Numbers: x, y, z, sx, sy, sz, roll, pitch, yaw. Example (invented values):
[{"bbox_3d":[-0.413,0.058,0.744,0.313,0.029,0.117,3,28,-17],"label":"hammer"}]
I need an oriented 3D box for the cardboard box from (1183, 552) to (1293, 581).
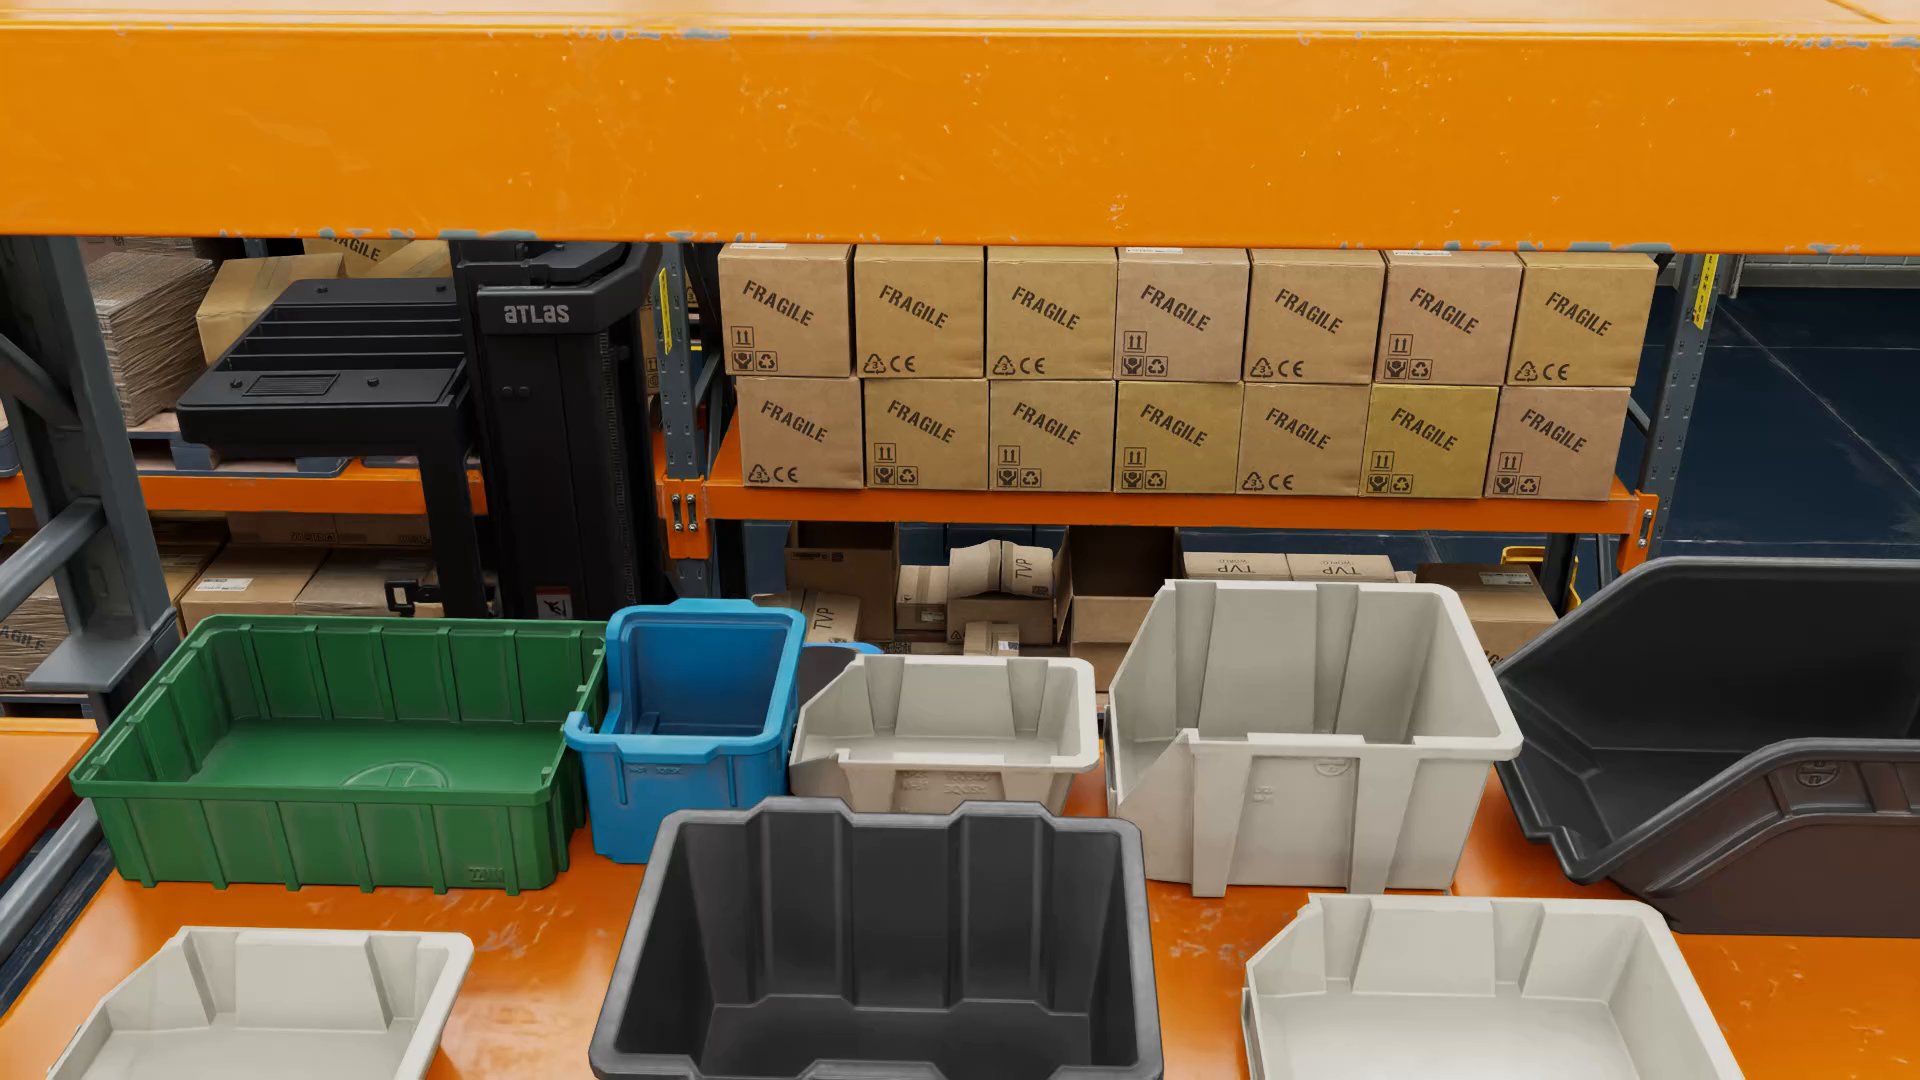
[{"bbox_3d":[1.331,0.287,7.971,0.500,0.250,0.500,1,28,2],"label":"cardboard box"}]

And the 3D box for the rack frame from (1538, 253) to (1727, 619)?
[{"bbox_3d":[2.864,-0.575,7.132,0.127,3.000,1.000,1,28,2],"label":"rack frame"}]

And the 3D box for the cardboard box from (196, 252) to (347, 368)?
[{"bbox_3d":[-2.901,-0.871,7.135,0.500,0.500,0.700,-6,29,-11],"label":"cardboard box"}]

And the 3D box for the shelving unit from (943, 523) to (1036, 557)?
[{"bbox_3d":[0.165,-0.925,8.753,0.503,2.100,0.431,1,28,2],"label":"shelving unit"}]

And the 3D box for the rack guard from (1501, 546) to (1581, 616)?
[{"bbox_3d":[2.788,0.528,7.719,0.348,0.500,1.175,1,28,2],"label":"rack guard"}]

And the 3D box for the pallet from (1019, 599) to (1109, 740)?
[{"bbox_3d":[0.775,0.622,7.852,1.213,0.211,1.003,1,28,2],"label":"pallet"}]

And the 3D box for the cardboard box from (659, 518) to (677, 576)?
[{"bbox_3d":[-1.608,0.147,7.969,0.500,0.500,0.500,0,28,-1],"label":"cardboard box"}]

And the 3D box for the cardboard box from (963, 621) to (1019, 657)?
[{"bbox_3d":[0.143,0.534,7.595,0.250,0.166,0.380,1,28,2],"label":"cardboard box"}]

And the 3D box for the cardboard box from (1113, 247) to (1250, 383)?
[{"bbox_3d":[0.873,-0.962,6.688,0.500,0.500,0.500,2,28,3],"label":"cardboard box"}]

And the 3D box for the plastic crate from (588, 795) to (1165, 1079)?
[{"bbox_3d":[-0.080,0.559,1.930,0.590,0.269,0.497,1,28,2],"label":"plastic crate"}]

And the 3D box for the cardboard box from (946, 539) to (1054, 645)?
[{"bbox_3d":[0.195,0.242,7.992,0.500,0.311,0.500,1,28,2],"label":"cardboard box"}]

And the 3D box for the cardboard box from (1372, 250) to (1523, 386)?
[{"bbox_3d":[1.904,-0.947,6.660,0.500,0.500,0.500,2,28,3],"label":"cardboard box"}]

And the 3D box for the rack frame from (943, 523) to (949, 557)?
[{"bbox_3d":[-0.078,-0.929,8.761,0.015,2.100,0.400,1,28,2],"label":"rack frame"}]

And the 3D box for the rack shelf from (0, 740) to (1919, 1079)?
[{"bbox_3d":[0.687,0.703,2.286,4.000,0.370,1.077,1,28,2],"label":"rack shelf"}]

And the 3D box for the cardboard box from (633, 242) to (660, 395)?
[{"bbox_3d":[-1.599,-0.983,7.347,0.500,0.500,0.700,-8,29,-15],"label":"cardboard box"}]

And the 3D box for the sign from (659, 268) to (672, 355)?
[{"bbox_3d":[-1.150,-0.893,6.495,0.005,0.325,0.100,1,28,2],"label":"sign"}]

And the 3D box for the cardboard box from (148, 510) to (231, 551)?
[{"bbox_3d":[-3.671,0.117,8.025,0.500,0.500,0.500,0,28,0],"label":"cardboard box"}]

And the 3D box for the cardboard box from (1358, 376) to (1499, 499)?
[{"bbox_3d":[1.888,-0.506,6.895,0.500,0.500,0.500,1,28,2],"label":"cardboard box"}]

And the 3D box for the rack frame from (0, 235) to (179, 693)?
[{"bbox_3d":[-1.312,-0.973,1.478,0.127,3.000,1.000,1,28,2],"label":"rack frame"}]

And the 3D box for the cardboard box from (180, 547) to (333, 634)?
[{"bbox_3d":[-3.140,0.367,7.554,0.500,0.500,0.500,0,28,0],"label":"cardboard box"}]

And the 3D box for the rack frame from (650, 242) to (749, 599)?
[{"bbox_3d":[-1.134,-0.641,7.256,0.127,3.000,1.000,1,28,2],"label":"rack frame"}]

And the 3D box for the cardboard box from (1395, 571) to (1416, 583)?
[{"bbox_3d":[2.208,0.311,8.016,0.250,0.166,0.380,1,28,2],"label":"cardboard box"}]

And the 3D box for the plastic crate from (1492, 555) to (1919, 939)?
[{"bbox_3d":[1.168,0.292,2.360,0.767,0.338,0.504,1,28,2],"label":"plastic crate"}]

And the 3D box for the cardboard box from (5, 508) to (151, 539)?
[{"bbox_3d":[-4.132,-0.224,7.868,0.500,0.250,0.500,2,28,4],"label":"cardboard box"}]

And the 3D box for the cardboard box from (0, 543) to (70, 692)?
[{"bbox_3d":[-4.163,0.350,7.586,0.500,0.500,0.500,0,28,0],"label":"cardboard box"}]

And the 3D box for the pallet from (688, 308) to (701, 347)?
[{"bbox_3d":[-1.736,-1.705,12.241,1.213,0.211,1.003,1,28,2],"label":"pallet"}]

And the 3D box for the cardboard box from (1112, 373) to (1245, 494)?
[{"bbox_3d":[0.886,-0.525,6.931,0.500,0.500,0.500,1,28,1],"label":"cardboard box"}]

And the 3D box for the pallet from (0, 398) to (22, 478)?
[{"bbox_3d":[-4.451,-0.644,7.467,1.003,0.211,1.213,1,28,2],"label":"pallet"}]

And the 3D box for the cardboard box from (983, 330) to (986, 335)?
[{"bbox_3d":[-0.110,-0.789,7.429,0.500,0.500,0.500,2,28,3],"label":"cardboard box"}]

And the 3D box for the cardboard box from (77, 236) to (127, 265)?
[{"bbox_3d":[-6.192,-2.166,12.333,0.500,0.500,0.700,1,28,2],"label":"cardboard box"}]

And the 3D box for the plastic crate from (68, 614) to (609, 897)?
[{"bbox_3d":[-0.878,0.311,2.483,0.662,0.188,0.450,1,28,2],"label":"plastic crate"}]

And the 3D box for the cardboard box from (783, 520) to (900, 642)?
[{"bbox_3d":[-0.554,0.146,7.971,0.500,0.500,0.500,1,28,2],"label":"cardboard box"}]

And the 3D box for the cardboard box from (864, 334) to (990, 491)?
[{"bbox_3d":[-0.122,-0.542,6.963,0.500,0.500,0.500,1,28,3],"label":"cardboard box"}]

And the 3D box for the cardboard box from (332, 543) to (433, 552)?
[{"bbox_3d":[-2.641,0.132,7.998,0.500,0.500,0.500,1,28,2],"label":"cardboard box"}]

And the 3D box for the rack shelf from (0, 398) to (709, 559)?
[{"bbox_3d":[-3.132,-0.356,7.487,4.000,0.370,1.077,1,28,2],"label":"rack shelf"}]

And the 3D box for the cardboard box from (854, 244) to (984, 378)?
[{"bbox_3d":[-0.157,-0.979,6.720,0.500,0.500,0.500,0,28,0],"label":"cardboard box"}]

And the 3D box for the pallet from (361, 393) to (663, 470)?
[{"bbox_3d":[-1.928,-0.620,7.423,1.213,0.211,1.003,1,28,2],"label":"pallet"}]

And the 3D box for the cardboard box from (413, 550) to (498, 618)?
[{"bbox_3d":[-2.131,0.383,7.524,0.500,0.500,0.500,1,28,2],"label":"cardboard box"}]

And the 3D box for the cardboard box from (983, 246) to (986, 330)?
[{"bbox_3d":[-0.107,-1.232,7.198,0.500,0.500,0.500,0,28,1],"label":"cardboard box"}]

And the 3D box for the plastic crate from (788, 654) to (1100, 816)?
[{"bbox_3d":[-0.028,0.312,2.538,0.466,0.136,0.293,1,28,2],"label":"plastic crate"}]

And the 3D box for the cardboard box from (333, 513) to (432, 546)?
[{"bbox_3d":[-2.608,-0.201,7.824,0.500,0.250,0.500,1,28,2],"label":"cardboard box"}]

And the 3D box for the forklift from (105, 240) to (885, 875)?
[{"bbox_3d":[-1.758,0.280,5.592,3.031,2.935,1.130,-1,28,-2],"label":"forklift"}]
